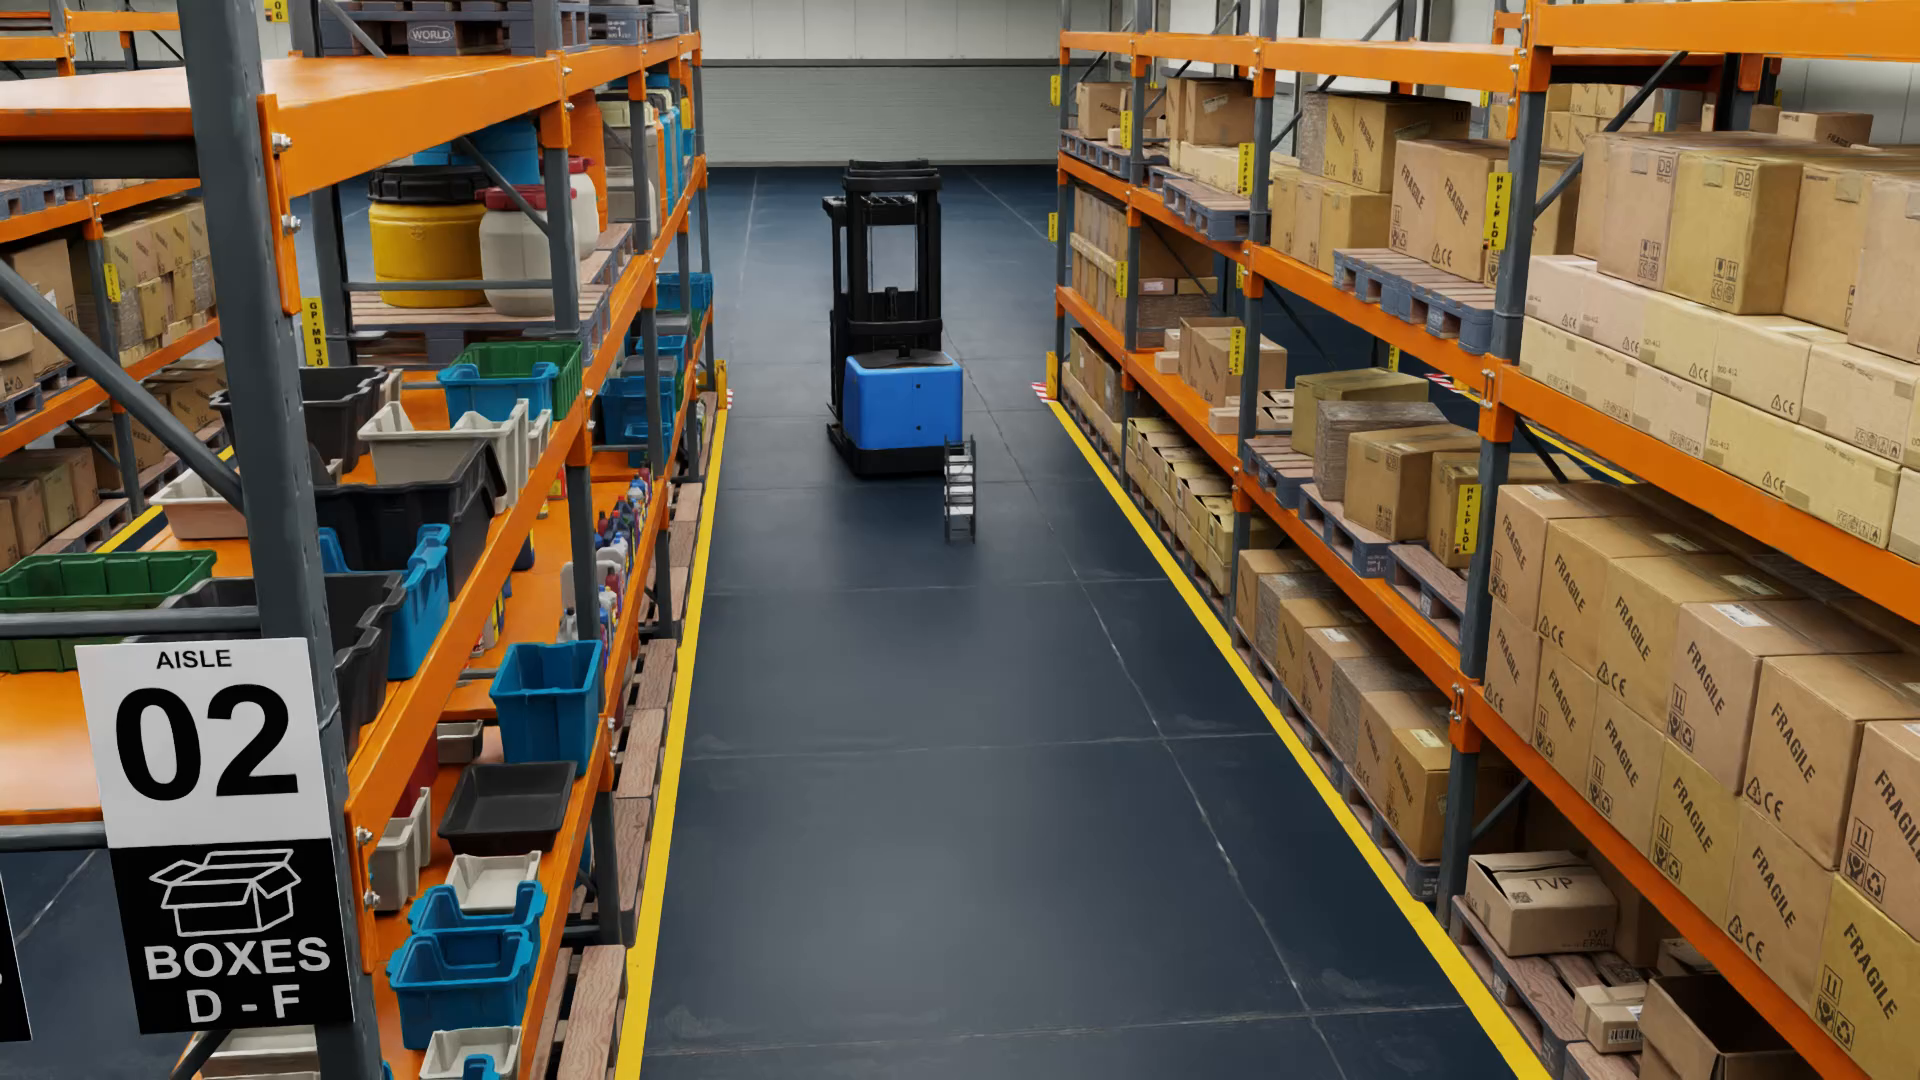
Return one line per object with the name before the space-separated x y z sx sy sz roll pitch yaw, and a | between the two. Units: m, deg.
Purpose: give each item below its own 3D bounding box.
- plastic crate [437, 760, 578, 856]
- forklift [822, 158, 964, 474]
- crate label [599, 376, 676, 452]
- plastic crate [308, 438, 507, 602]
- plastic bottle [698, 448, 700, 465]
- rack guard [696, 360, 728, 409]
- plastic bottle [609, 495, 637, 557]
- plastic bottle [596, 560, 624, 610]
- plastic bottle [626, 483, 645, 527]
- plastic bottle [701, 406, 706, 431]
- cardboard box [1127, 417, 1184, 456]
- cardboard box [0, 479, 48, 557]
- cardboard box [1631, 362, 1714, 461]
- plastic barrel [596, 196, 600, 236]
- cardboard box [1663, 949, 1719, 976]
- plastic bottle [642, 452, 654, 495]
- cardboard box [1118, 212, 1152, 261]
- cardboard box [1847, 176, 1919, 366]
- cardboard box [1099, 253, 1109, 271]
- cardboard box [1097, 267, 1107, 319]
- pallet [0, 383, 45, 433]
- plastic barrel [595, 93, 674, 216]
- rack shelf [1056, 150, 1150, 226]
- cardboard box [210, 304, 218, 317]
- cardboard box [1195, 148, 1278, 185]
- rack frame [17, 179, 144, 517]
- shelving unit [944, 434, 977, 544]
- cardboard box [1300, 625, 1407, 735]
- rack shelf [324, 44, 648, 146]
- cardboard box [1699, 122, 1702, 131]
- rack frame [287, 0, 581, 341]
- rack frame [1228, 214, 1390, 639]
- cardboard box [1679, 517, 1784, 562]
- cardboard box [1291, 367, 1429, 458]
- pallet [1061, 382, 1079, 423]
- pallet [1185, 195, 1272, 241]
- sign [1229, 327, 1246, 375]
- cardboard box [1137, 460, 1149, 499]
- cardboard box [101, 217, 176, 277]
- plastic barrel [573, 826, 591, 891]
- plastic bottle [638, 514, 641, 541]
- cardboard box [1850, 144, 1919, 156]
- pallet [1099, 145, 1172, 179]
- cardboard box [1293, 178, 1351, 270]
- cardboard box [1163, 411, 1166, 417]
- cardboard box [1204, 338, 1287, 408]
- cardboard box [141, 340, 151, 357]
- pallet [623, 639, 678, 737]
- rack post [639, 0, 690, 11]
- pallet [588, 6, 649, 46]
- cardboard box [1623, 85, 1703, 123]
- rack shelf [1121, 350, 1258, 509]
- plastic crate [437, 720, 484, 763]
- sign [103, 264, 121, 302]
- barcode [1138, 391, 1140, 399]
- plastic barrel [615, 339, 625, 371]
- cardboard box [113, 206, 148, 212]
plastic crate | -1.692 1.020 6.279 0.437 0.125 0.590 -2 18 -6
forklift | -0.787 -2.433 17.035 1.130 2.935 3.031 -4 18 -12
crate label | -2.321 -0.921 12.043 0.502 0.435 0.616 -2 18 -6
plastic crate | -1.546 -0.081 4.523 0.504 0.338 0.767 -2 18 -6
plastic bottle | -2.507 -0.805 15.670 0.097 0.201 0.097 0 17 0
rack guard | -3.258 -1.769 18.977 1.175 0.500 0.348 -2 18 -6
plastic bottle | -1.928 -0.079 9.504 0.144 0.351 0.185 -2 18 -6
plastic bottle | -1.839 0.226 8.657 0.152 0.276 0.135 -2 18 -6
plastic bottle | -1.964 -0.211 10.056 0.097 0.271 0.097 0 17 0
plastic bottle | -2.674 -1.242 16.939 0.152 0.276 0.135 -2 18 -7
cardboard box | 1.822 -0.968 15.207 0.500 0.311 0.500 -2 18 -5
cardboard box | -7.696 -0.162 13.126 0.700 0.500 0.500 -3 18 -10
cardboard box | 2.754 -0.469 5.904 0.500 0.250 0.500 -2 18 -6
plastic barrel | -2.231 -1.850 9.584 0.301 0.262 0.301 0 17 0
cardboard box | 3.271 1.898 6.879 0.500 0.311 0.500 -2 18 -6
plastic bottle | -2.021 -0.436 10.754 0.061 0.283 0.133 -2 18 -6
cardboard box | 1.922 -2.892 16.049 0.700 0.500 0.500 -2 18 -6
cardboard box | 3.070 -0.774 4.789 0.700 0.500 0.500 -2 18 -6
cardboard box | 1.626 -2.832 16.940 0.380 0.149 0.250 -1 17 -4
cardboard box | 1.813 -2.582 17.226 0.700 0.500 0.500 -1 17 -4
pallet | -7.659 -0.943 12.494 1.003 0.211 1.213 -2 18 -6
plastic barrel | -2.497 -2.927 12.648 0.600 0.901 0.708 -2 18 -6
rack shelf | 1.821 -3.627 16.915 1.077 0.370 4.000 -2 18 -6
cardboard box | -7.892 -2.409 17.262 0.380 0.149 0.250 -2 18 -6
cardboard box | 2.164 -2.931 13.048 0.500 0.250 0.500 -3 18 -10
rack frame | -7.827 -1.638 14.387 1.000 3.000 0.127 -2 18 -6
shelving unit | 0.001 -0.427 14.035 0.258 0.900 0.210 -2 18 -6
cardboard box | 2.368 0.837 9.943 0.500 0.500 0.500 -2 18 -8
rack shelf | -2.281 -2.332 8.450 1.077 0.370 4.000 -2 18 -6
cardboard box | 7.154 -3.739 15.872 0.500 0.500 0.500 -1 17 -4
rack frame | -2.075 -2.270 6.384 1.000 3.000 0.127 -2 18 -6
rack frame | 2.440 -0.751 11.562 1.000 3.000 0.127 -2 18 -6
cardboard box | 3.218 0.211 6.661 0.500 0.500 0.500 -2 18 -7
cardboard box | 2.617 -0.815 10.898 0.700 0.500 0.500 -8 19 -24
pallet | 1.735 -1.578 18.851 1.003 0.211 1.213 -2 18 -6
pallet | 2.281 -2.292 11.777 1.213 0.211 1.003 -1 17 -3
sign | 1.888 -1.286 11.331 0.100 0.325 0.005 -2 18 -6
cardboard box | 1.874 -0.551 14.815 0.500 0.250 0.500 -1 17 -4
cardboard box | -7.724 -2.745 15.579 0.500 0.500 0.500 -2 18 -6
plastic barrel | -2.114 1.230 8.052 0.600 0.901 0.708 -2 18 -6
plastic bottle | -1.934 -0.091 9.789 0.097 0.201 0.097 0 17 0
cardboard box | 7.325 -2.785 12.825 0.797 0.503 0.637 1 17 2
pallet | 1.914 -3.585 15.729 1.003 0.211 1.213 -2 18 -6
cardboard box | 2.571 -1.949 10.204 0.910 0.500 0.500 -2 18 -6
cardboard box | 2.232 -1.486 16.540 0.500 0.500 0.500 -2 18 -6
cardboard box | 2.251 -1.298 13.138 0.500 0.500 0.500 -3 18 -9
cardboard box | -7.616 -1.740 15.131 0.380 0.149 0.250 -2 18 -6
pallet | -2.365 0.965 10.752 1.003 0.211 1.213 -2 18 -6
rack post | -3.082 -5.233 15.948 0.937 0.300 0.954 -2 18 -7
pallet | -2.444 -2.965 9.581 1.213 0.211 1.003 -2 18 -6
cardboard box | 6.633 -4.204 15.681 0.500 0.500 0.500 -3 18 -10
rack shelf | 2.234 -1.004 13.568 1.077 0.370 4.000 -2 18 -6
plastic crate | -2.169 0.833 6.857 0.396 0.136 0.243 -2 18 -6
sign | -7.275 -2.209 14.272 0.100 0.325 0.005 -2 18 -6
barcode | 1.640 -1.330 15.240 0.001 0.075 0.075 -2 18 -6
plastic barrel | -3.019 -1.564 13.925 0.433 0.535 0.433 0 17 0
cardboard box | -8.356 -3.026 16.476 0.500 0.500 0.500 -2 18 -6
